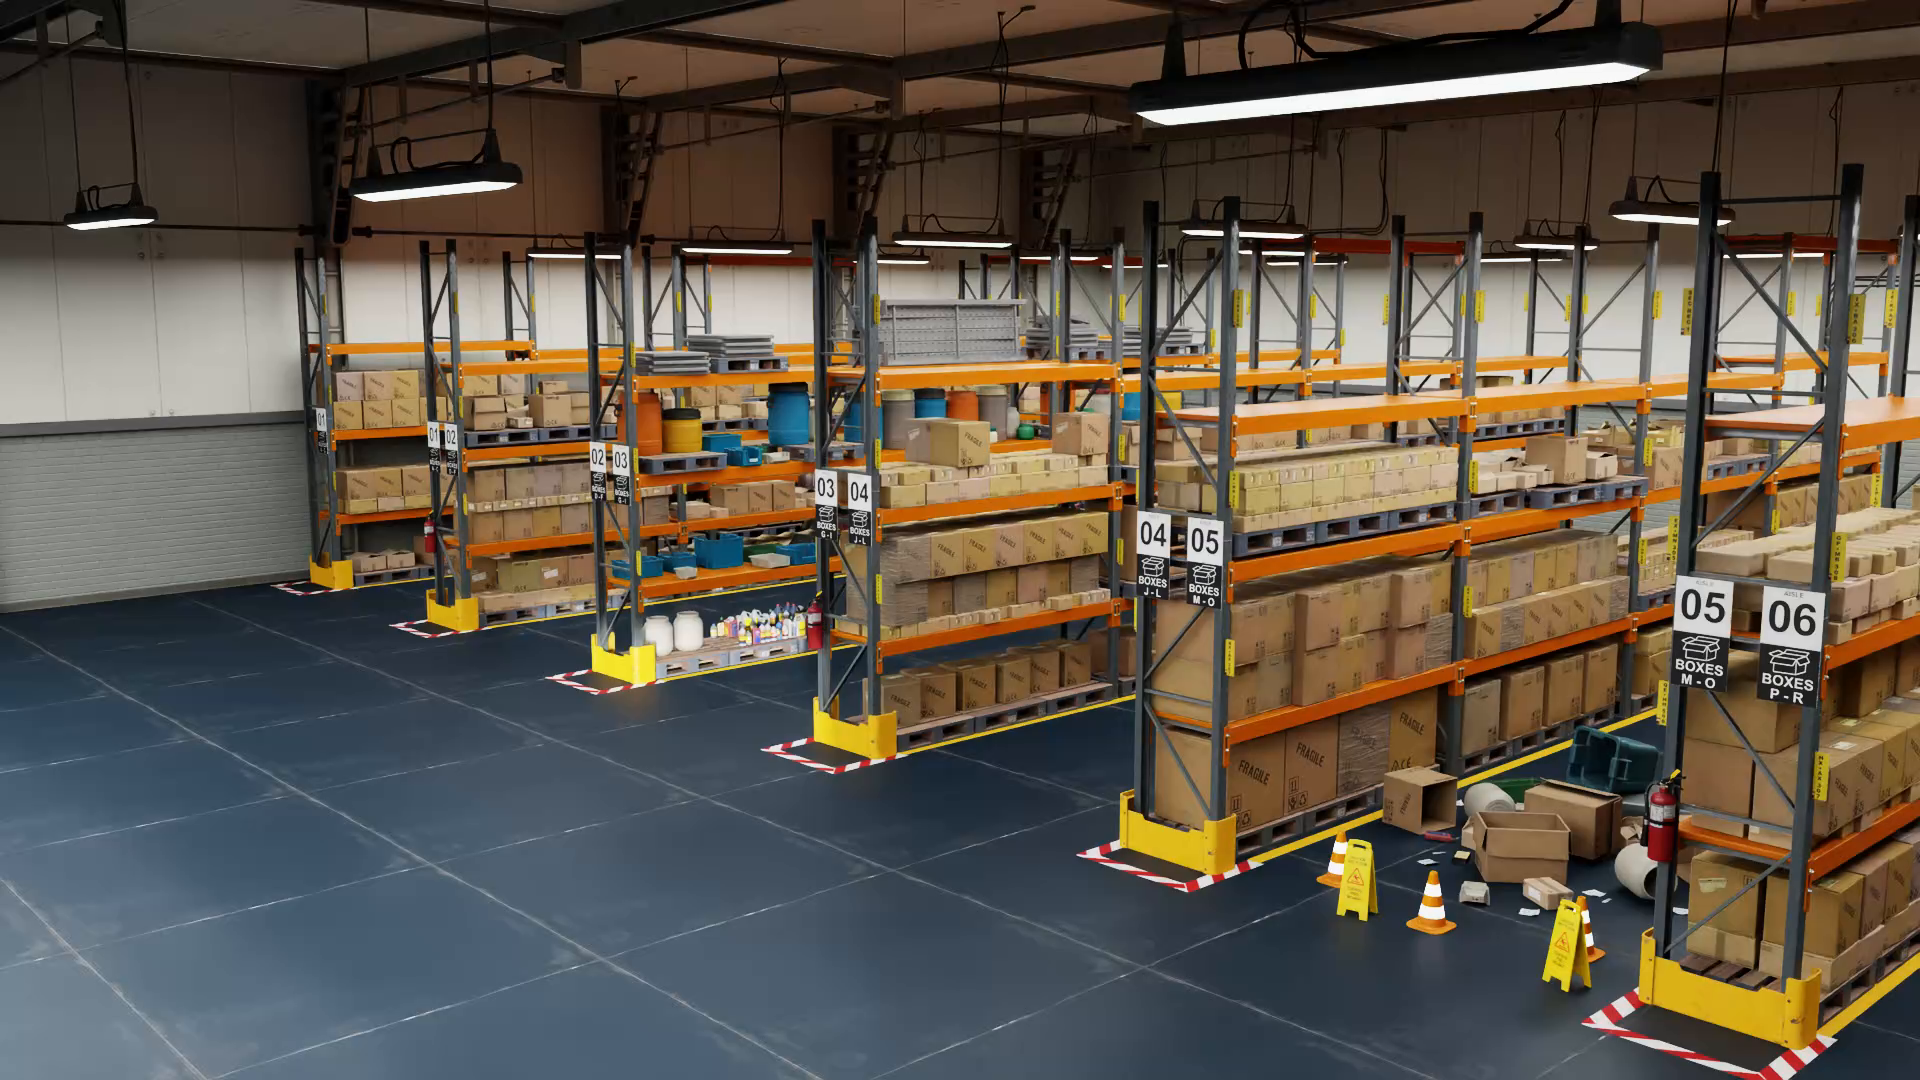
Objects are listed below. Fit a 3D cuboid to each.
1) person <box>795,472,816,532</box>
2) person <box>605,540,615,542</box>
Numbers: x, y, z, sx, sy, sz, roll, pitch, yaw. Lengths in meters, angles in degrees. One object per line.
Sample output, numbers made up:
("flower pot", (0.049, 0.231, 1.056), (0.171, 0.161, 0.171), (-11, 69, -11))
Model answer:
("person", (-3.183, -0.833, 35.036), (0.537, 1.730, 1.119), (7, 11, 39))
("person", (-6.172, -0.086, 30.018), (0.611, 1.767, 0.602), (-2, 9, -14))
